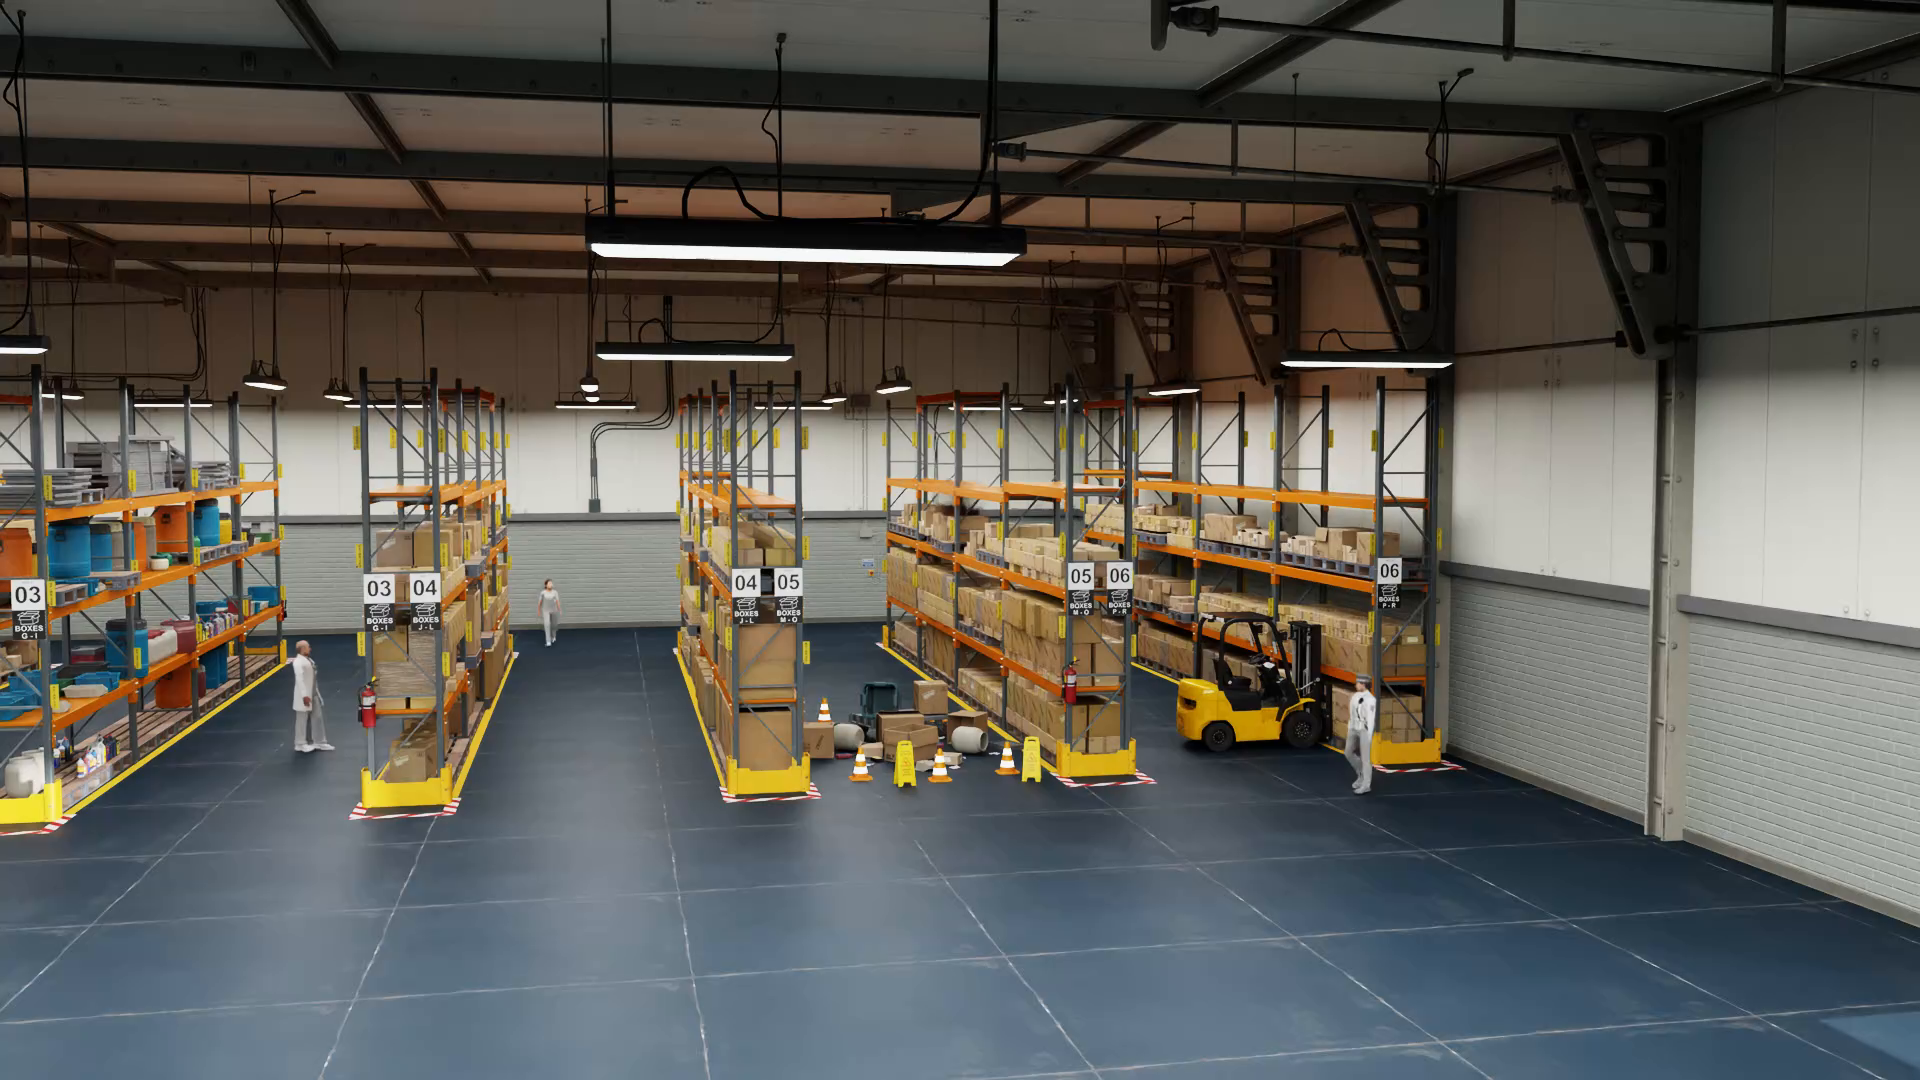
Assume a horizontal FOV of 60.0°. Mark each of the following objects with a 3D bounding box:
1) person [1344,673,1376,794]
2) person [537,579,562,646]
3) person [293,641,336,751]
[{"bbox_3d":[5.736,2.747,23.750,0.458,1.689,0.500,-1,4,-22],"label":"person"},{"bbox_3d":[-10.066,1.768,40.773,0.584,1.621,1.064,-1,4,-16],"label":"person"},{"bbox_3d":[-10.479,2.532,26.823,0.600,1.814,0.579,1,3,13],"label":"person"}]
